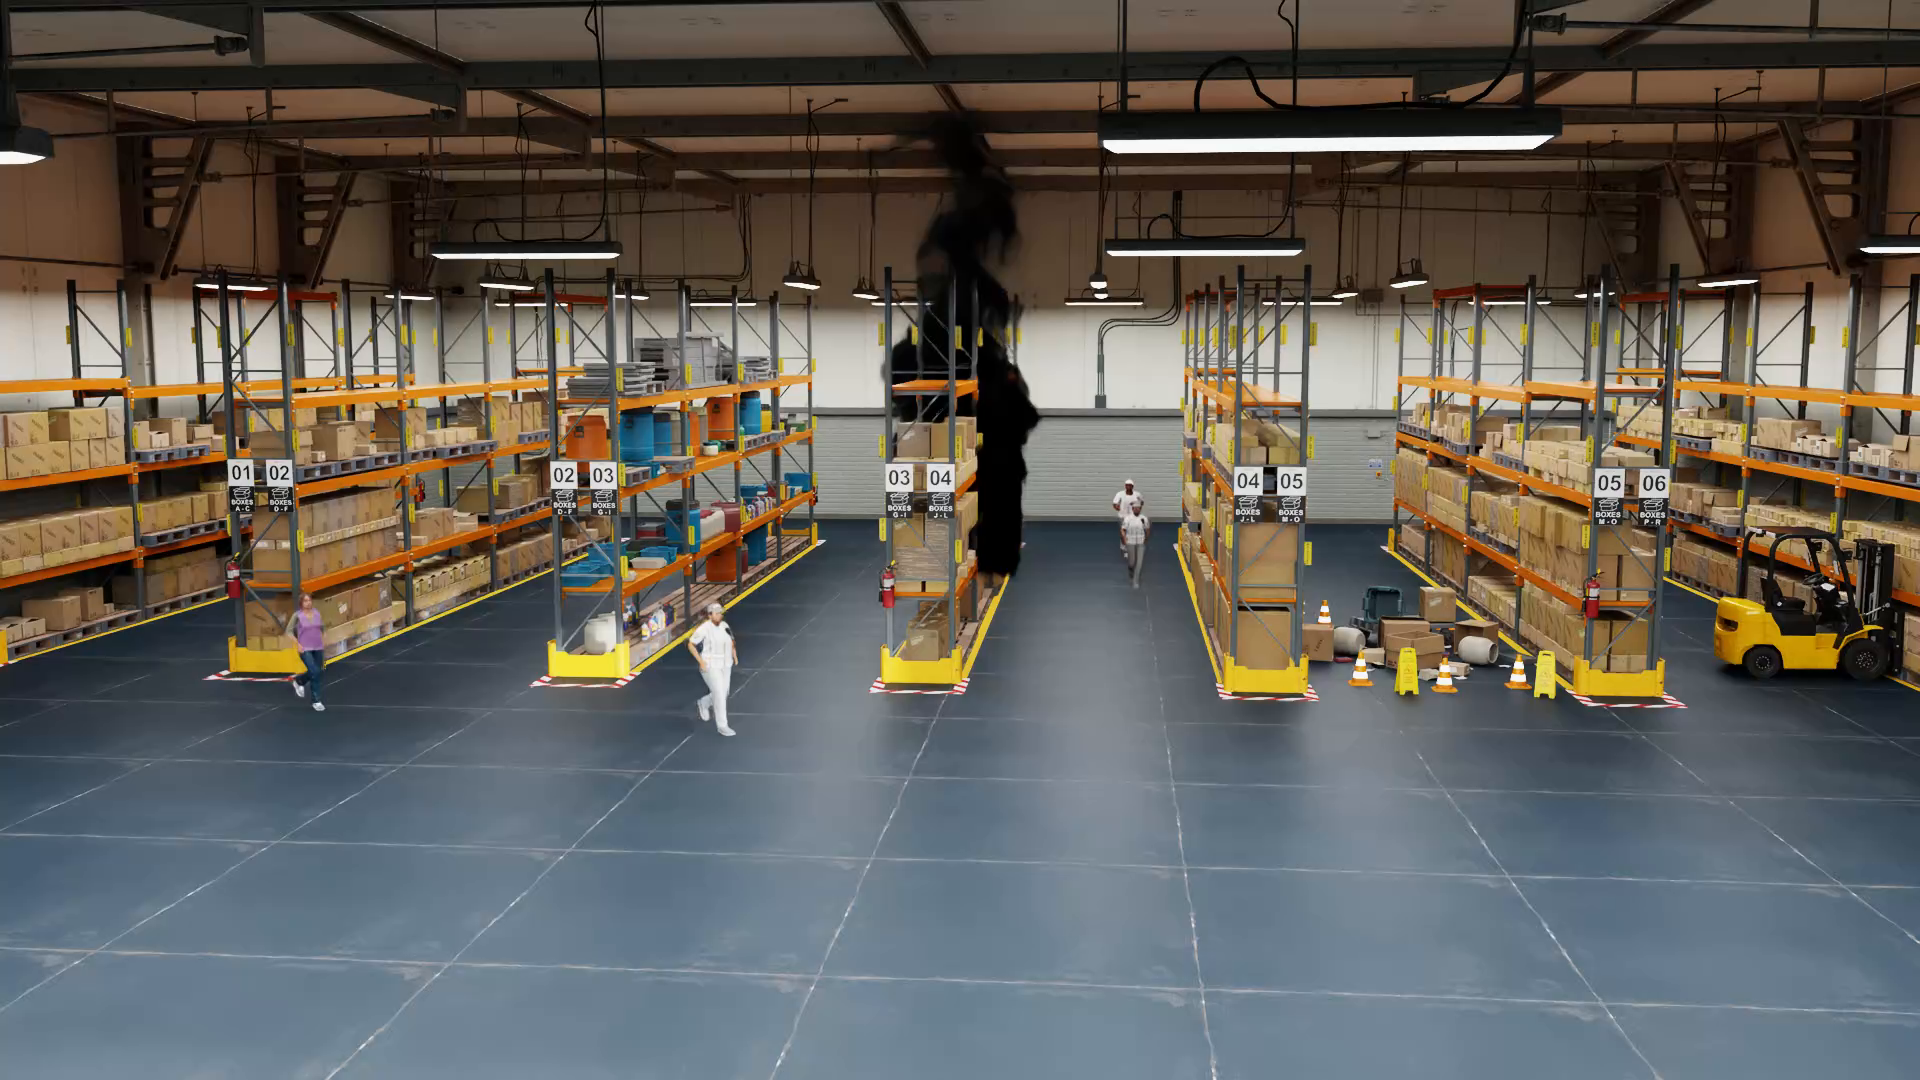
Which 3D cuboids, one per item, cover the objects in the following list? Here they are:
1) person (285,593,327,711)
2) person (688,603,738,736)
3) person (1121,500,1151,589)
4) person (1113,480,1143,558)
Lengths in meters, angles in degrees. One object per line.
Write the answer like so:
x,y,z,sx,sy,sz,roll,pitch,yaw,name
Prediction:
-8.854,1.498,22.567,0.697,1.590,0.529,6,9,39,person
-3.128,1.622,21.191,0.811,1.655,0.631,6,9,43,person
3.336,0.073,31.513,0.575,1.668,0.589,0,7,-1,person
3.852,-0.506,38.200,0.692,1.777,0.954,1,7,4,person
